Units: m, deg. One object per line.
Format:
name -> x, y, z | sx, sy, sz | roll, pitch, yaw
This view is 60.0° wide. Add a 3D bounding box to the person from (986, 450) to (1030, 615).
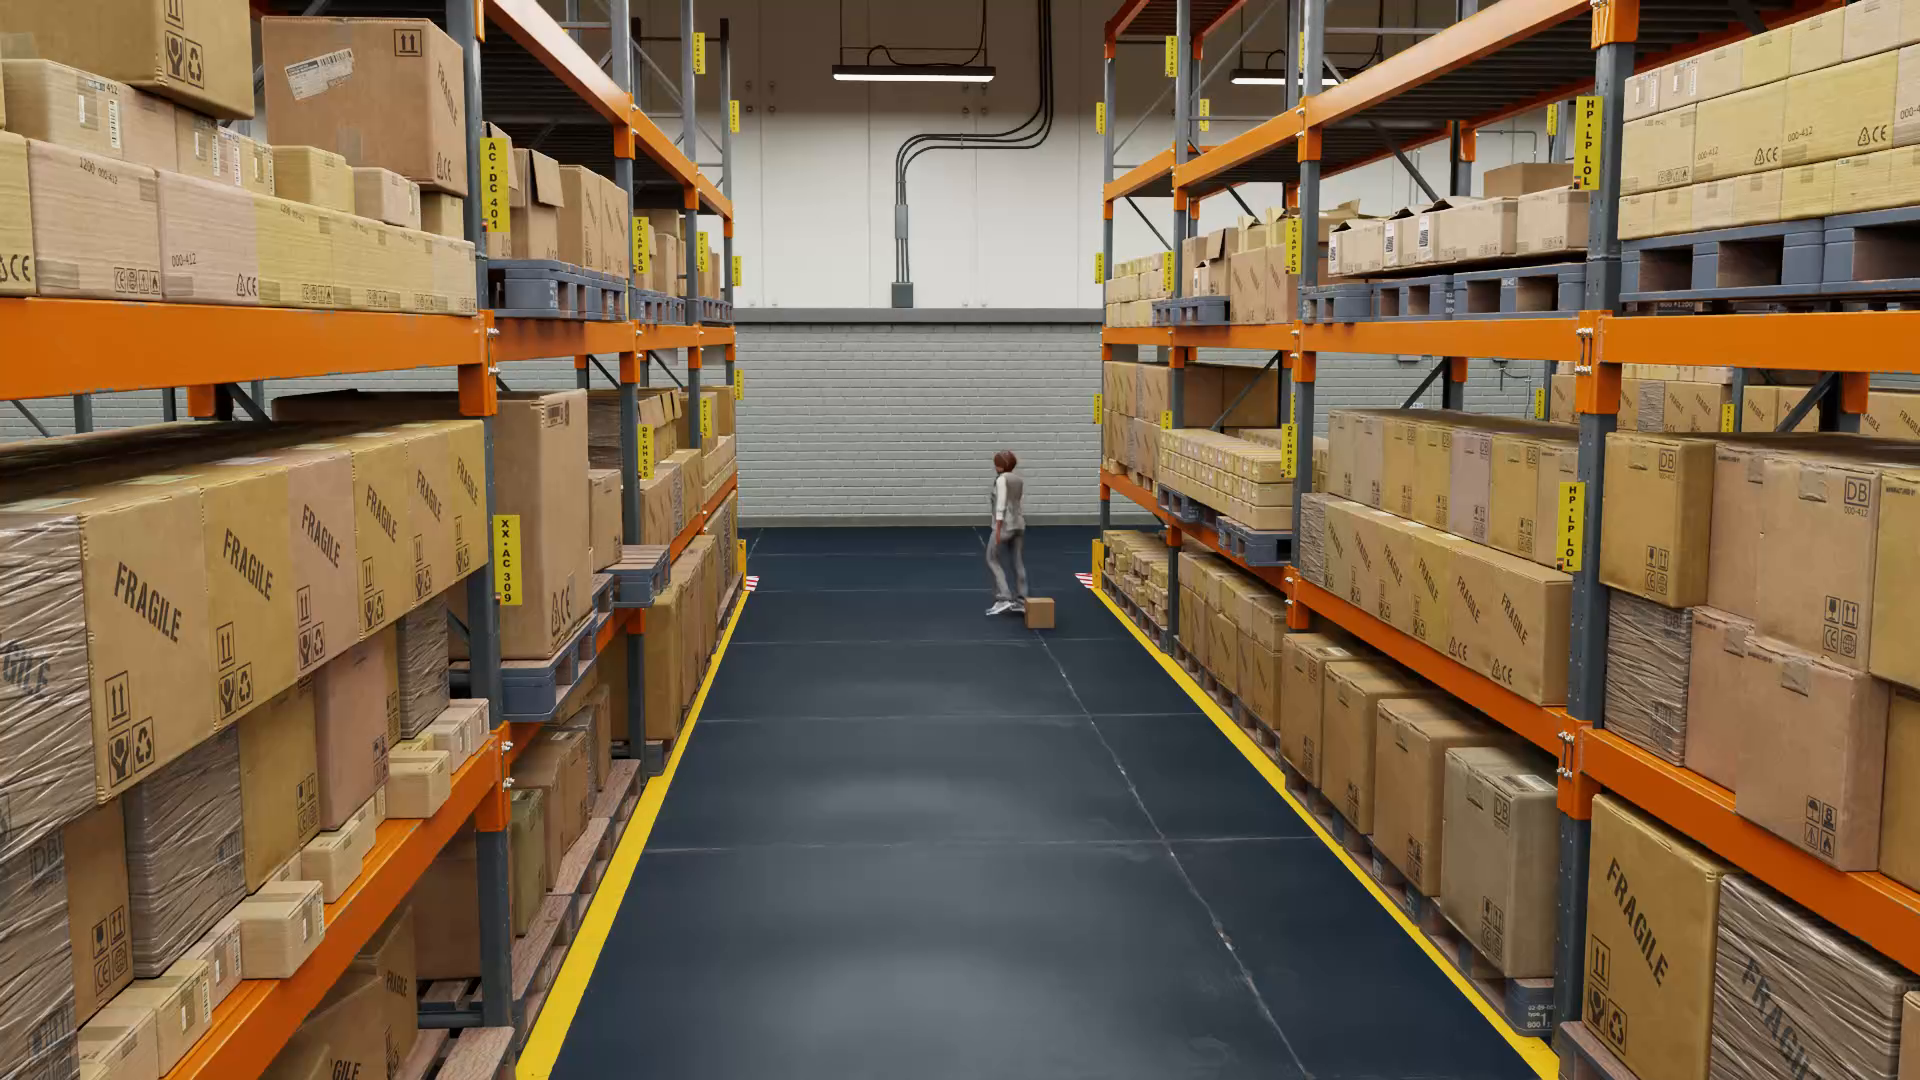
person -> 0.513, -0.062, 16.324 | 0.457, 1.600, 0.455 | 6, 9, 40
